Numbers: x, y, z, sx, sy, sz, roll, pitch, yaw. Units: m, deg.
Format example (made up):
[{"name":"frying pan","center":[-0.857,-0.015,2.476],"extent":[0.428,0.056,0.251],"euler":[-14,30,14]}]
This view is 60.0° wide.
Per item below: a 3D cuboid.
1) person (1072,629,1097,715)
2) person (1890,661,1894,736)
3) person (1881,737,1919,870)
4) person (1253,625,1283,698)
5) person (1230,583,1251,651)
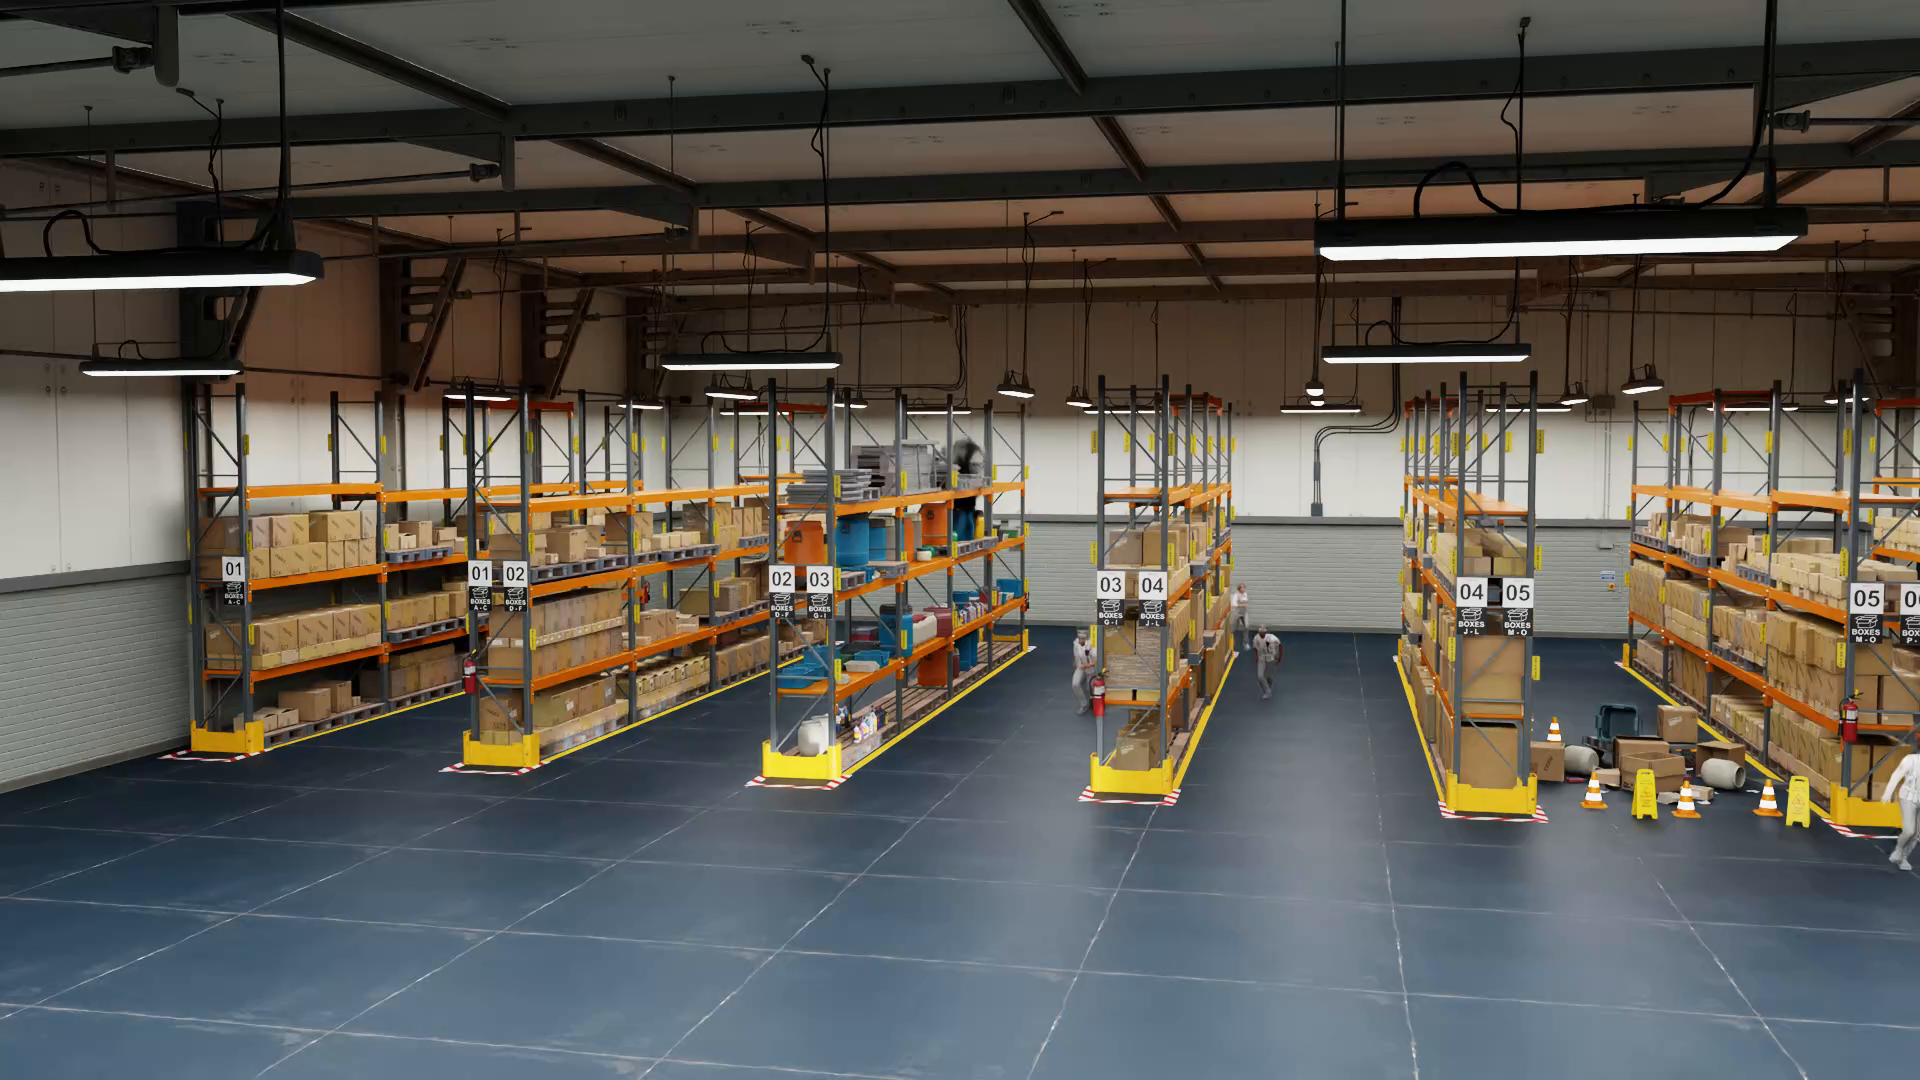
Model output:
[{"name":"person","center":[2.400,2.423,31.047],"extent":[0.676,1.590,1.093],"euler":[2,4,26]},{"name":"person","center":[15.296,2.545,27.802],"extent":[0.654,1.761,0.684],"euler":[1,3,15]},{"name":"person","center":[11.209,3.083,19.440],"extent":[0.602,1.621,0.635],"euler":[0,3,2]},{"name":"person","center":[6.083,2.388,32.817],"extent":[0.587,1.496,0.853],"euler":[2,4,25]},{"name":"person","center":[6.840,1.859,40.671],"extent":[0.535,1.626,0.823],"euler":[-2,4,-26]}]
